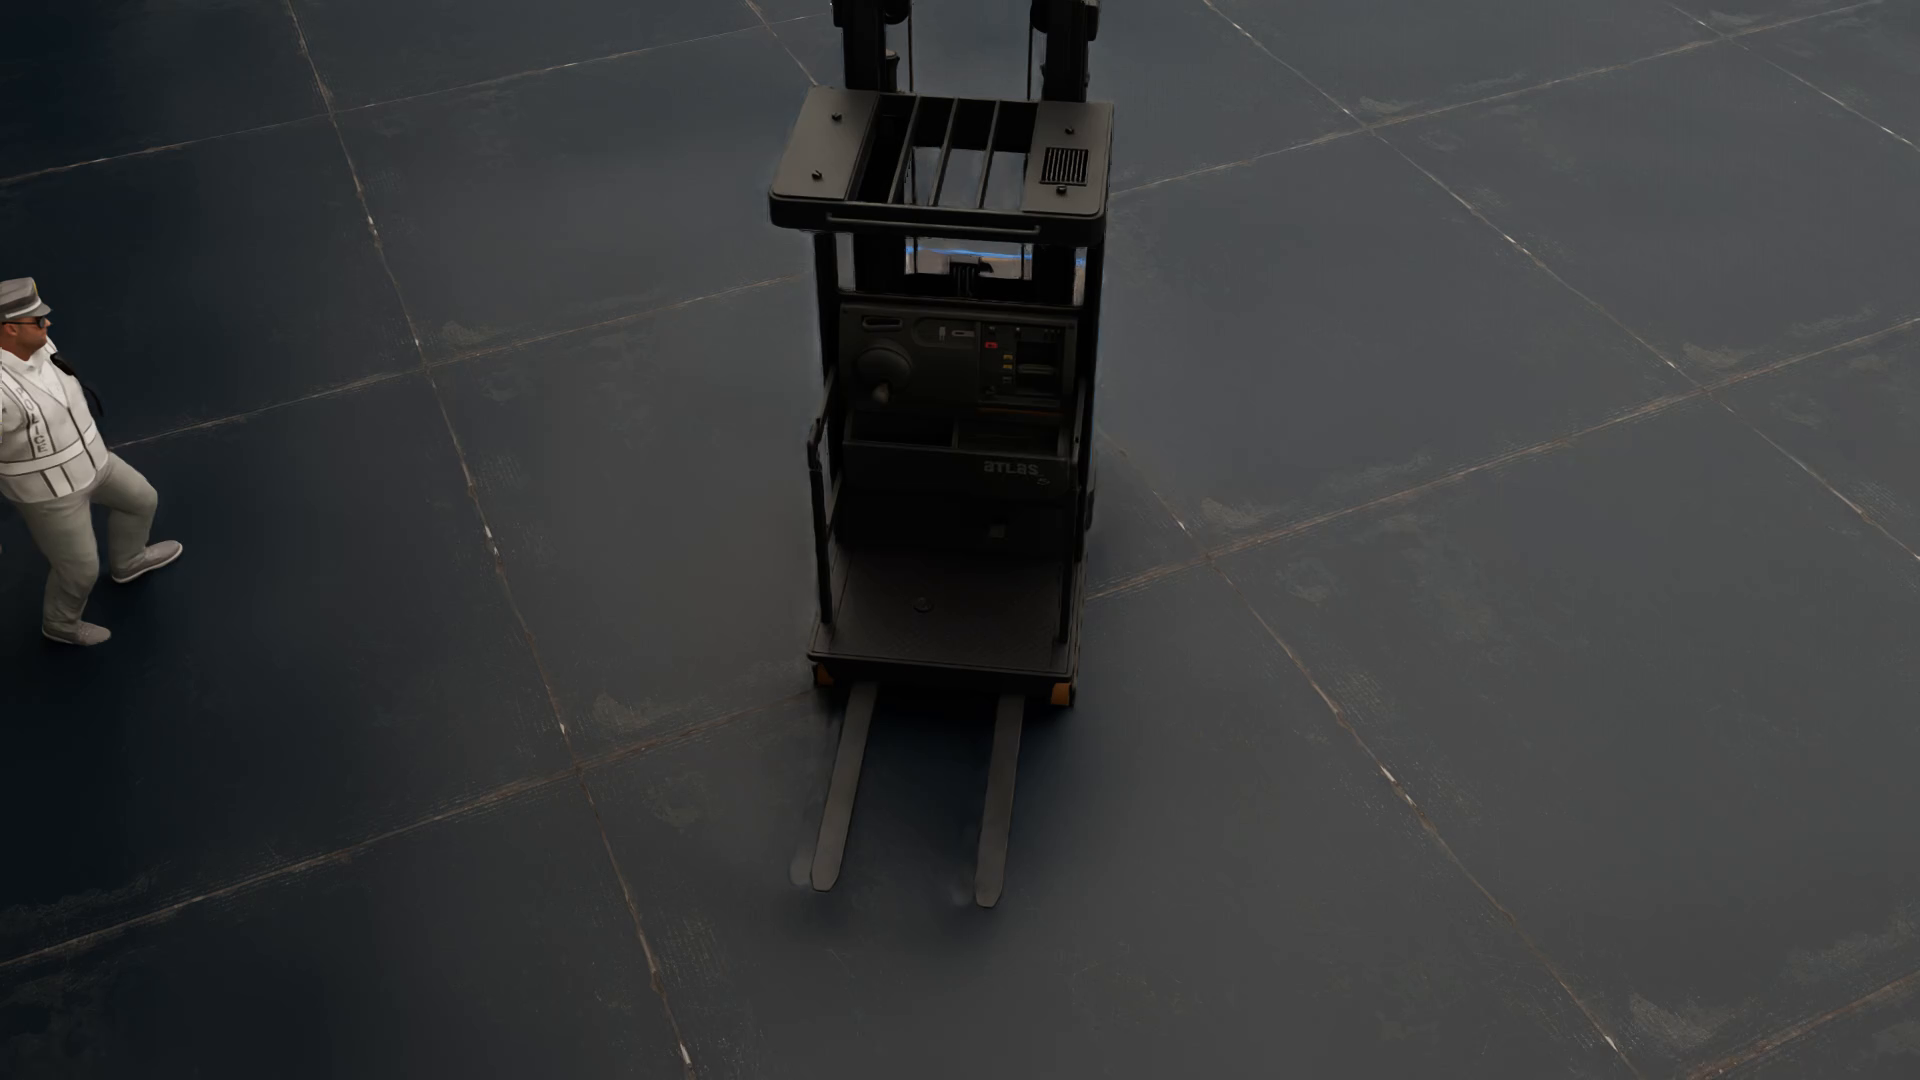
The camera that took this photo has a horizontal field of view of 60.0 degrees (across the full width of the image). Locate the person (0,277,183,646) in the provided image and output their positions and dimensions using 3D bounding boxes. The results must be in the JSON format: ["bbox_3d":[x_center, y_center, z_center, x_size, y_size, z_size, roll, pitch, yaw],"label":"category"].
[{"bbox_3d":[-3.797,-0.268,6.922,0.480,1.737,0.897,5,43,5],"label":"person"}]

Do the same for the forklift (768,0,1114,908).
[{"bbox_3d":[-0.034,-0.620,6.344,1.130,2.935,3.031,5,43,5],"label":"forklift"}]
